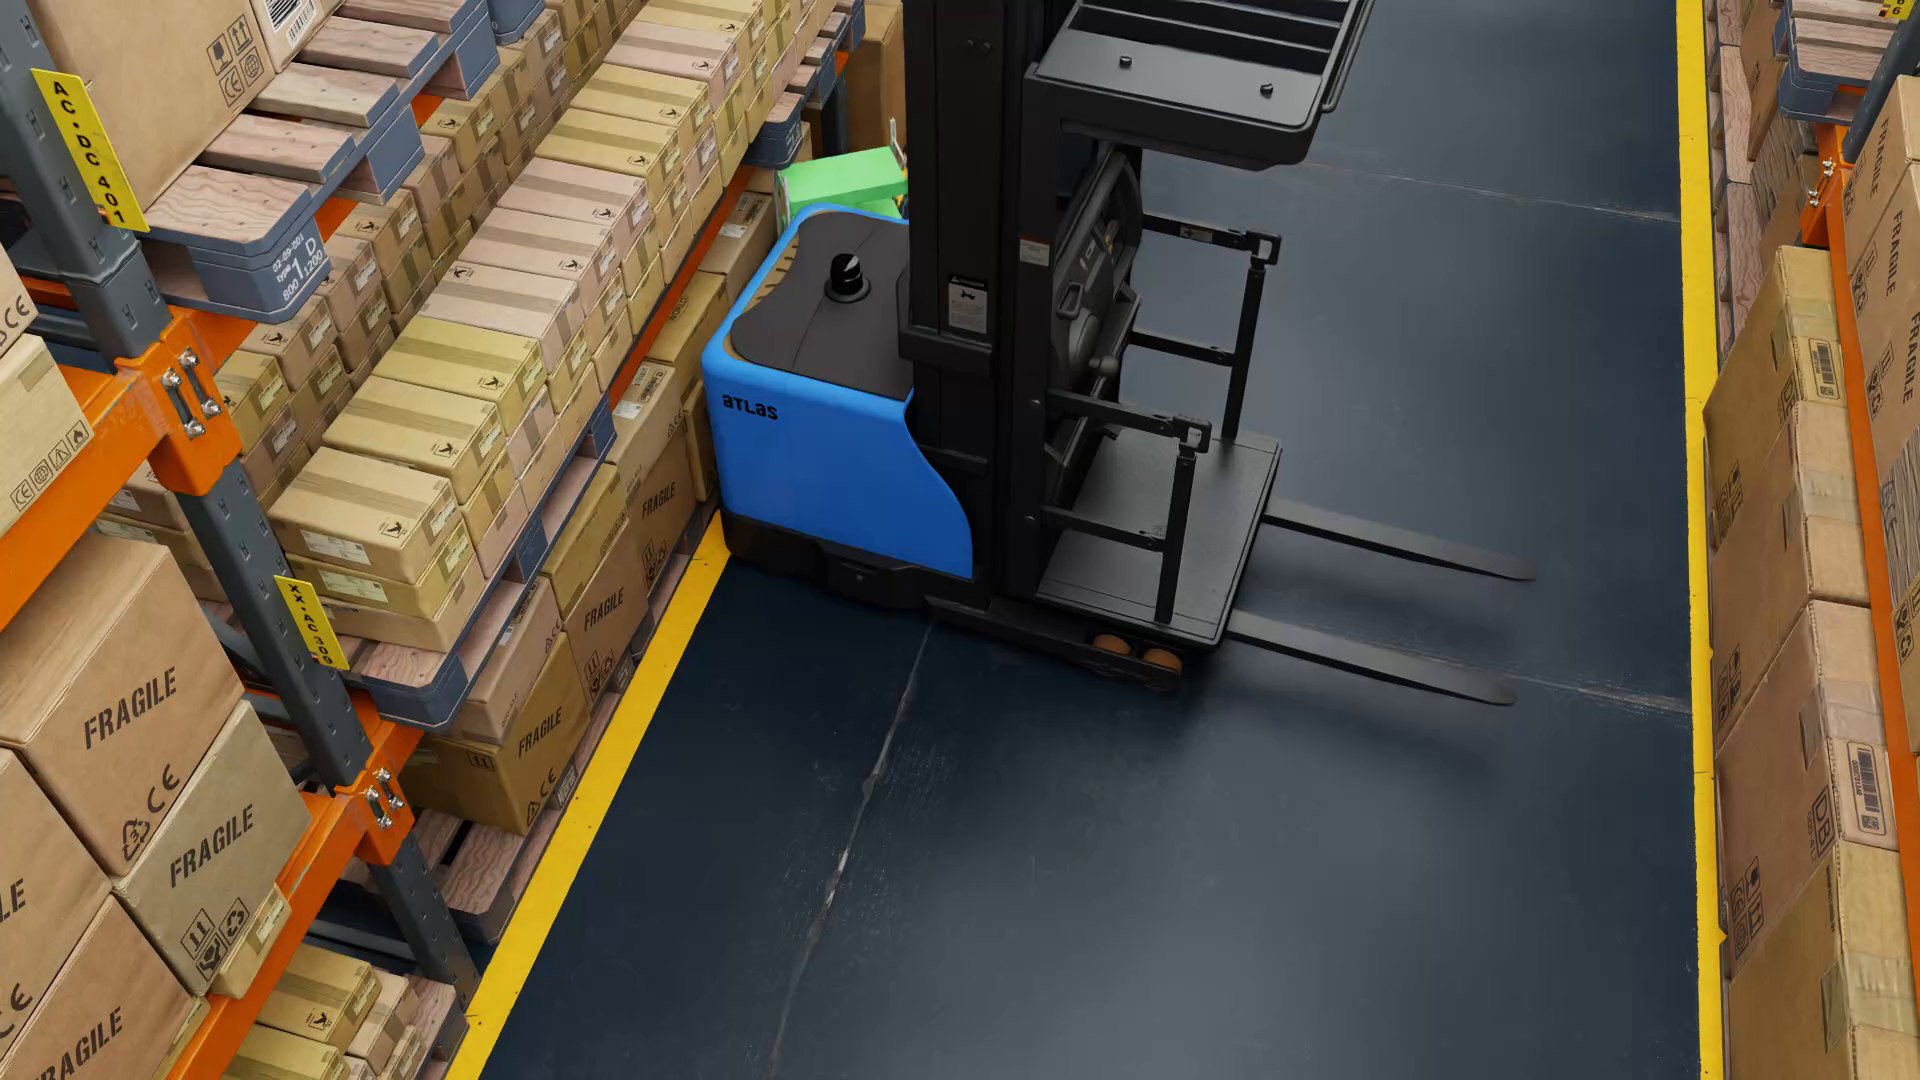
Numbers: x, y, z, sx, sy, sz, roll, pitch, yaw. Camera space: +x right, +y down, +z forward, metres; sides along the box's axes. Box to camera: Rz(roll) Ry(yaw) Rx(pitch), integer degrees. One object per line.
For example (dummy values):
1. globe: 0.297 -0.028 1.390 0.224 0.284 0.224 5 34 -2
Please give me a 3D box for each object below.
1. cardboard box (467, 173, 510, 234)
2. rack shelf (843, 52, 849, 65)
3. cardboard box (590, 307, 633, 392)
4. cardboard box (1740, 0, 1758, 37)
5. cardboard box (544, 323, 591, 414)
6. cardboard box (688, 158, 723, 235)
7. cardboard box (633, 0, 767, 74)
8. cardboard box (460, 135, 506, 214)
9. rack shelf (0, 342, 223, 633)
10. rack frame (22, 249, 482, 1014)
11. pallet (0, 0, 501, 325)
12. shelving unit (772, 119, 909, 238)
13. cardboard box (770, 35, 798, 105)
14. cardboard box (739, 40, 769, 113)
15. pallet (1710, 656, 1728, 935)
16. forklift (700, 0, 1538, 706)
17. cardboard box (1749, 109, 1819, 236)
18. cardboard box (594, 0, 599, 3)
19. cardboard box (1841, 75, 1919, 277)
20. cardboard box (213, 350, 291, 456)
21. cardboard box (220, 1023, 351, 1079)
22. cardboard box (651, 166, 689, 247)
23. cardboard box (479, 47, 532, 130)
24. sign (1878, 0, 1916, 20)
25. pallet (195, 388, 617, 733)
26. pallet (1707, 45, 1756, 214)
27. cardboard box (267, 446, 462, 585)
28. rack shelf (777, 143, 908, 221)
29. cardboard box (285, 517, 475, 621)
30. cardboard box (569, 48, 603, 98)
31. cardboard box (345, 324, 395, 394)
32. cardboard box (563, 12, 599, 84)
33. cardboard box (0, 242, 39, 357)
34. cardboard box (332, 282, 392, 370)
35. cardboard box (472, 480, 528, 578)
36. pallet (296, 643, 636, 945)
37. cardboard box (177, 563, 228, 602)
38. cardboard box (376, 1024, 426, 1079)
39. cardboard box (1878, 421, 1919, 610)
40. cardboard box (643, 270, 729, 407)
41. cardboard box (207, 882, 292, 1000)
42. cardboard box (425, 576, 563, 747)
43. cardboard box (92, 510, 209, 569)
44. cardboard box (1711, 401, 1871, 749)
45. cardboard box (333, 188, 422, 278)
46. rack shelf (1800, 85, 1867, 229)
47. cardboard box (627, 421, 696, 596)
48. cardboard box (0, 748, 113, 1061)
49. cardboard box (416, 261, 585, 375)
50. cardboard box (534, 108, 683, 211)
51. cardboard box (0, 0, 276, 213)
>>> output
1. cardboard box: -1.729 -1.135 5.558 0.380 0.149 0.250 10 49 9
2. rack shelf: -0.473 -3.719 8.431 1.077 0.370 4.000 12 50 10
3. cardboard box: -1.234 -0.615 5.098 0.380 0.149 0.250 10 49 8
4. cardboard box: 4.486 -2.889 8.592 0.700 0.500 0.500 11 50 10
5. cardboard box: -1.303 -0.529 4.824 0.380 0.149 0.250 10 49 8
6. cardboard box: -1.028 -1.192 5.608 0.380 0.149 0.250 13 50 11
7. cardboard box: -0.890 -1.754 5.707 0.380 0.149 0.250 13 50 11
8. cardboard box: -1.725 -1.227 5.440 0.380 0.149 0.250 13 50 11
9. rack shelf: -2.579 1.075 2.199 1.077 0.370 4.000 12 50 10
10. rack frame: -2.052 0.383 4.331 1.000 3.000 0.127 12 50 10
11. pallet: -1.787 -0.973 3.652 1.213 0.211 1.003 12 50 10
12. shelving unit: -0.463 -1.111 6.849 0.503 1.200 0.258 -13 50 -12
13. cardboard box: -0.820 -1.754 6.103 0.380 0.149 0.250 12 50 11
14. cardboard box: -0.892 -1.653 5.816 0.380 0.149 0.250 12 50 10
15. pallet: 3.156 0.899 5.735 1.003 0.211 1.213 12 50 10
16. forklift: 0.643 -0.863 5.475 3.031 2.935 1.130 15 50 13
17. cardboard box: 4.050 -1.670 7.515 0.700 0.500 0.500 8 49 7
18. cardboard box: -1.445 -2.096 6.009 0.380 0.149 0.250 11 50 10
19. cardboard box: 3.369 -1.194 5.655 0.500 0.500 0.500 13 50 11
20. cardboard box: -2.065 -0.393 4.506 0.380 0.149 0.250 10 49 9
21. cardboard box: -1.924 1.492 4.576 0.380 0.149 0.250 12 50 11
22. cardboard box: -1.095 -1.097 5.326 0.380 0.149 0.250 11 49 9
23. cardboard box: -1.652 -1.516 5.497 0.380 0.149 0.250 13 50 11
24. sign: 3.233 -1.916 5.640 0.100 0.325 0.005 12 50 10
25. pallet: -1.711 -0.078 4.865 1.003 0.211 1.213 12 50 10
26. pallet: 4.289 -1.981 8.276 1.003 0.211 1.213 12 50 10
27. cardboard box: -1.505 -0.064 4.216 0.380 0.149 0.250 14 50 12
28. rack shelf: -0.462 -1.387 6.538 0.480 0.148 0.258 -13 50 -12
29. cardboard box: -1.505 0.034 4.327 0.380 0.149 0.250 12 50 11
30. cardboard box: -1.523 -1.698 6.054 0.380 0.149 0.250 14 50 12
31. cardboard box: -1.937 -0.549 5.040 0.380 0.149 0.250 9 49 8
32. cardboard box: -1.523 -1.782 5.930 0.380 0.149 0.250 12 50 10
33. cardboard box: -1.928 -0.342 2.736 0.500 0.250 0.500 9 49 8
34. cardboard box: -1.934 -0.667 4.946 0.380 0.149 0.250 10 49 9
35. cardboard box: -1.437 -0.069 4.617 0.380 0.149 0.250 12 50 11
36. pallet: -1.849 0.742 5.873 1.003 0.211 1.213 12 50 10
37. cardboard box: -2.139 0.000 4.555 0.380 0.149 0.250 11 49 9
38. cardboard box: -1.827 1.538 4.932 0.380 0.149 0.250 12 50 11
39. cardboard box: 2.970 -0.088 4.679 0.500 0.500 0.500 12 50 10
40. cardboard box: -1.198 -0.792 6.254 0.500 0.250 0.500 13 50 11
41. cardboard box: -1.864 0.926 4.018 0.380 0.149 0.250 10 49 9
42. cardboard box: -1.603 0.340 5.255 0.500 0.250 0.500 10 49 8
43. cardboard box: -2.138 -0.098 4.444 0.380 0.149 0.250 13 50 11
44. cardboard box: 3.315 0.244 5.590 1.225 0.875 0.875 12 50 10
45. cardboard box: -1.858 -0.947 4.995 0.380 0.149 0.250 10 49 9
46. rack shelf: 4.285 -2.667 7.502 1.077 0.370 4.000 12 50 10
47. cardboard box: -1.339 -0.176 6.211 0.500 0.500 0.500 12 50 11
48. cardboard box: -2.046 0.689 3.128 0.500 0.500 0.500 10 49 9
49. cardboard box: -1.299 -0.632 4.717 0.380 0.149 0.250 11 49 10
50. cardboard box: -1.098 -1.195 5.214 0.380 0.149 0.250 13 50 11
51. cardboard box: -1.846 -1.034 3.234 0.700 0.500 0.500 12 50 10
